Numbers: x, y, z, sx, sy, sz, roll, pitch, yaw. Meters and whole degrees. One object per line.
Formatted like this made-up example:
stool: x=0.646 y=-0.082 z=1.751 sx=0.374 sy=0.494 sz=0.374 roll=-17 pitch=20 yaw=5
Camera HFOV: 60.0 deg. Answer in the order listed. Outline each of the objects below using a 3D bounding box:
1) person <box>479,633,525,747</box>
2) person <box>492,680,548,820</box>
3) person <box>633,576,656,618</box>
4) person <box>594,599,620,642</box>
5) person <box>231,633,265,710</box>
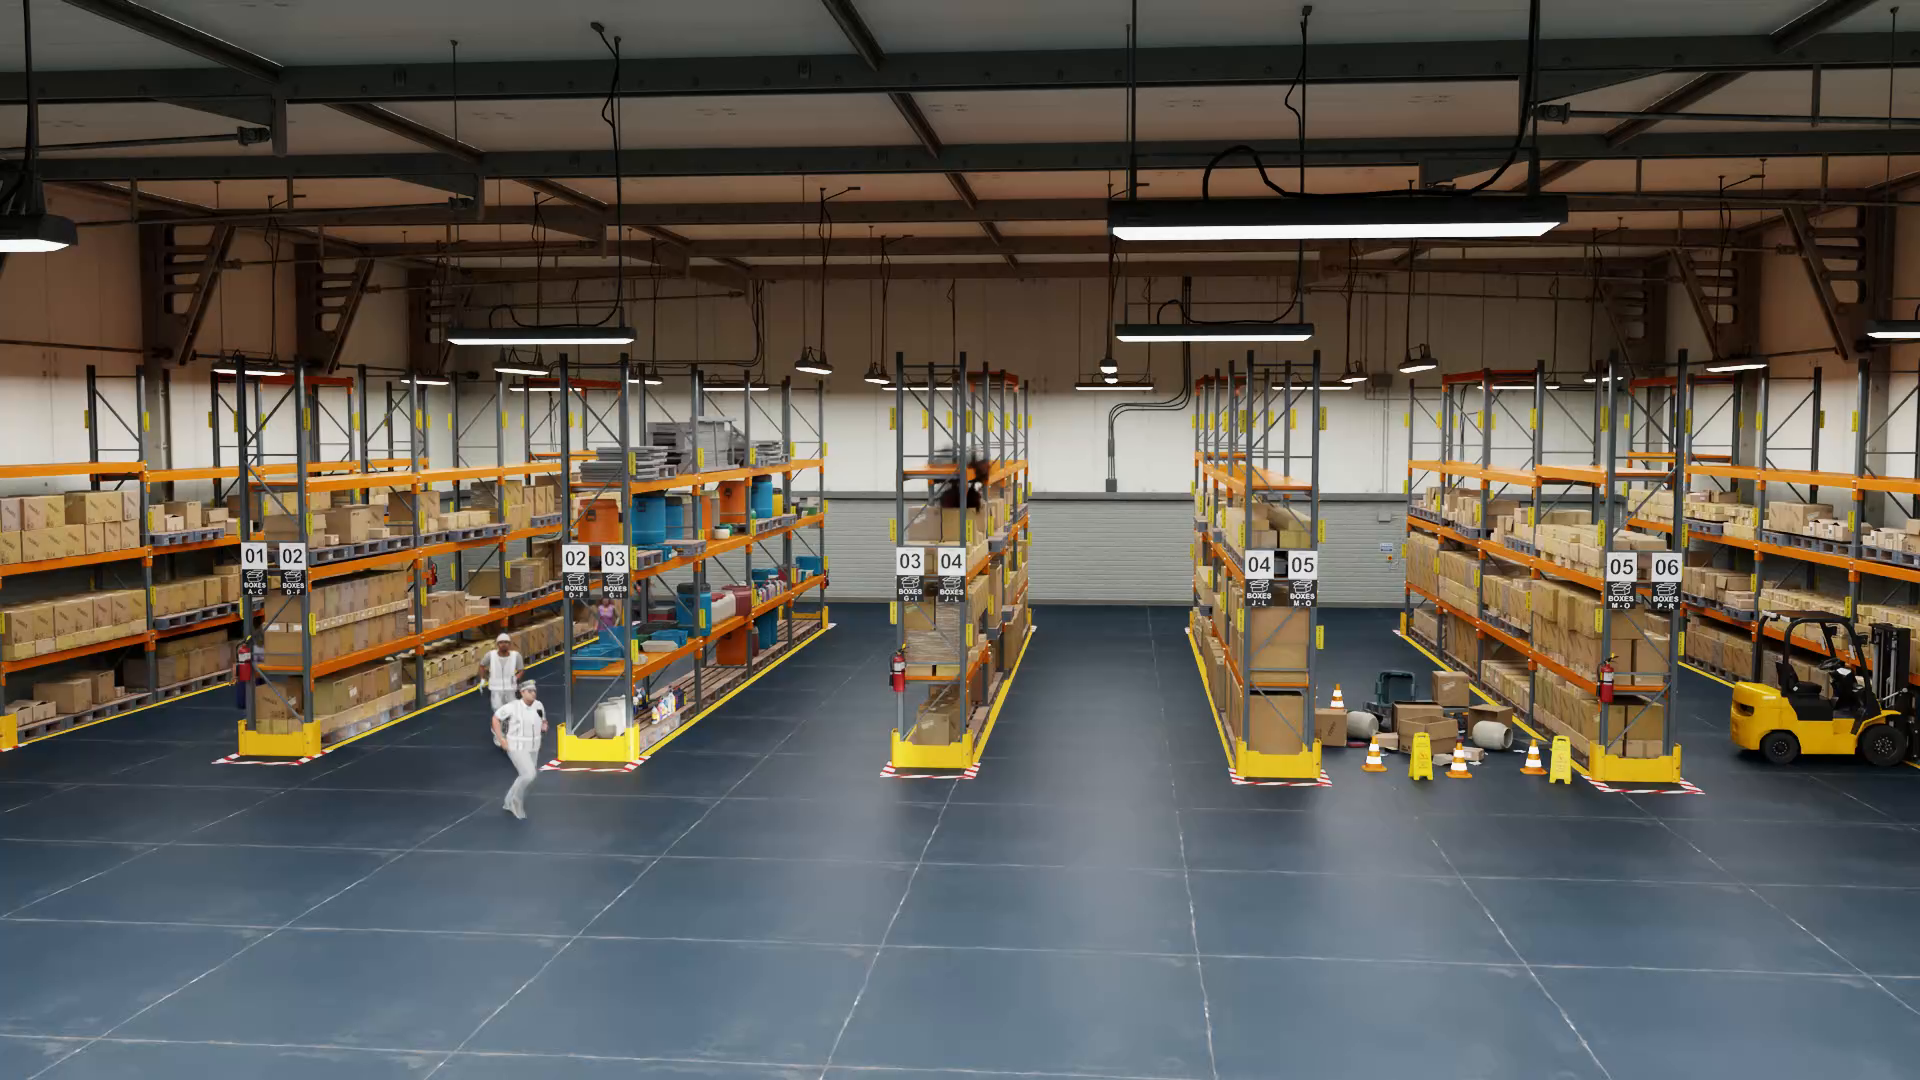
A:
person: x=-7.010 y=2.302 z=25.493 sx=0.667 sy=1.748 sz=0.760 roll=-2 pitch=4 yaw=-22
person: x=-5.497 y=2.641 z=20.994 sx=0.757 sy=1.782 sz=0.645 roll=3 pitch=5 yaw=34
person: x=-7.962 y=1.213 z=41.702 sx=0.539 sy=1.661 sz=0.706 roll=2 pitch=4 yaw=22
person: x=-7.128 y=1.851 z=33.576 sx=0.522 sy=1.554 sz=0.598 roll=-1 pitch=4 yaw=-7
person: x=-11.539 y=2.292 z=27.088 sx=0.614 sy=1.609 sz=0.575 roll=0 pitch=4 yaw=0
